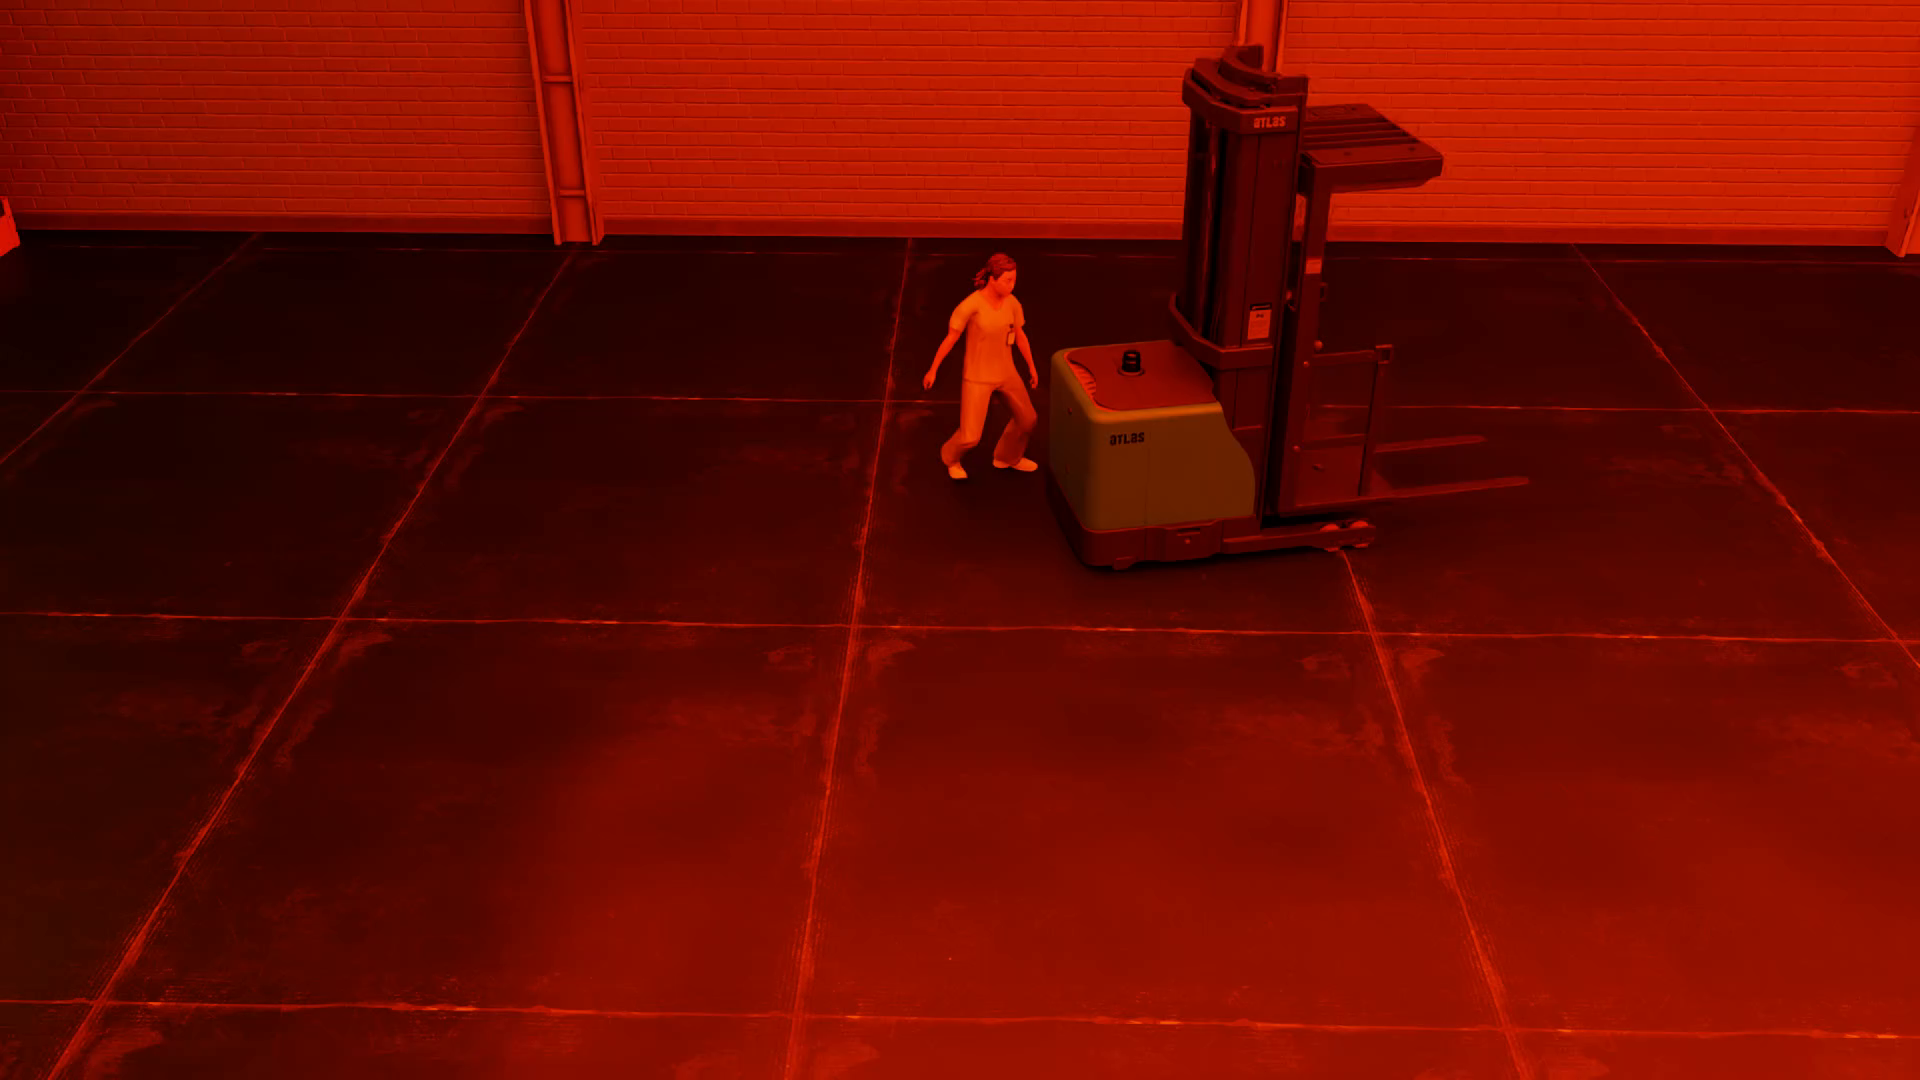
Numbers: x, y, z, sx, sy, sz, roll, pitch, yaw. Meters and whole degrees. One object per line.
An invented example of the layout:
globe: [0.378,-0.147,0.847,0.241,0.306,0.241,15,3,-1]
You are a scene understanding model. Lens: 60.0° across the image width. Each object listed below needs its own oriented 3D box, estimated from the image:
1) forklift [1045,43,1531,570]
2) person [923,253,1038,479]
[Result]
forklift: [2.126,-1.450,10.073,3.031,2.935,1.130,-6,31,-10]
person: [0.146,-1.104,10.813,0.799,1.597,0.486,-13,33,-21]
